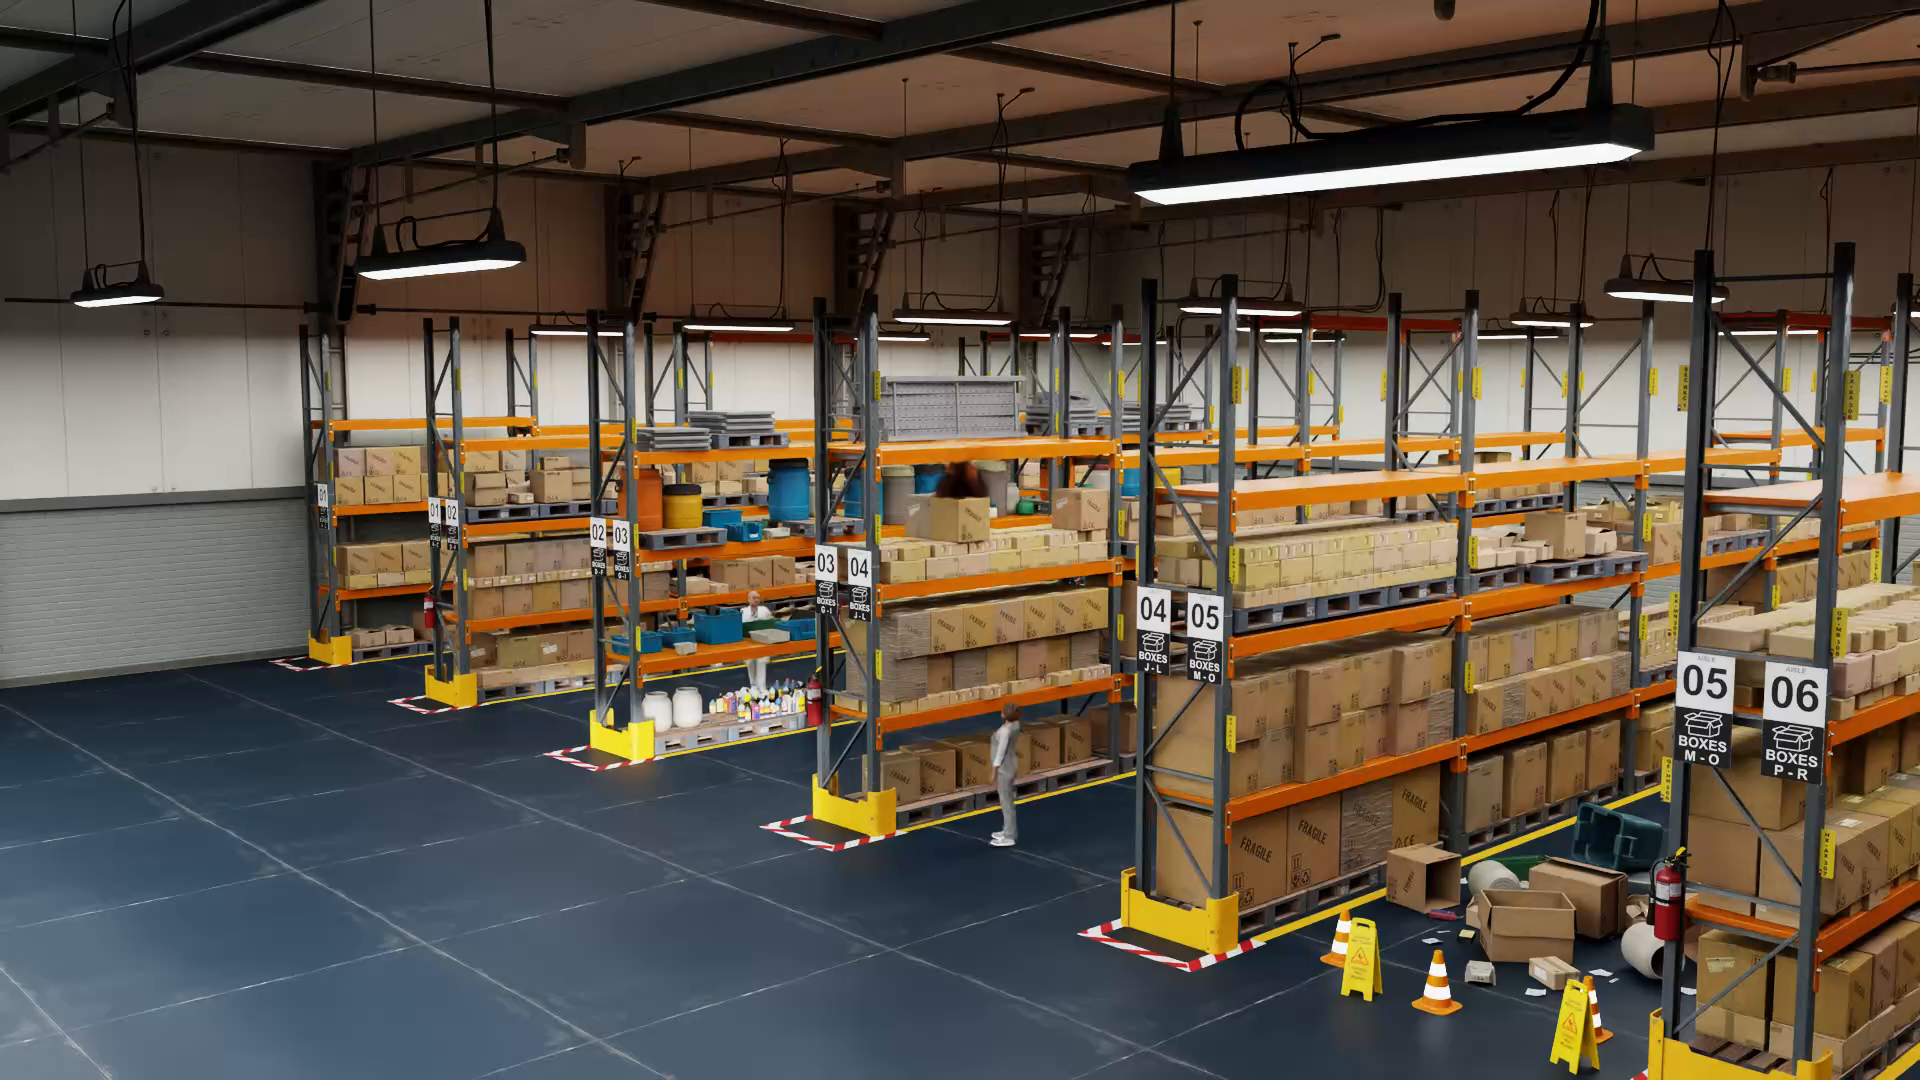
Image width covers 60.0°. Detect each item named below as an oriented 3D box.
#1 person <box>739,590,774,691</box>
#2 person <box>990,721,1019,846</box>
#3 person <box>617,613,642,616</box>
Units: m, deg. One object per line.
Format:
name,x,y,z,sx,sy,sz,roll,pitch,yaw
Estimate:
person,-3.205,1.685,25.818,0.594,1.779,0.660,1,6,14
person,0.483,2.647,18.175,0.313,1.362,0.453,1,6,8
person,-6.096,1.358,30.764,0.494,1.399,0.932,5,8,42
